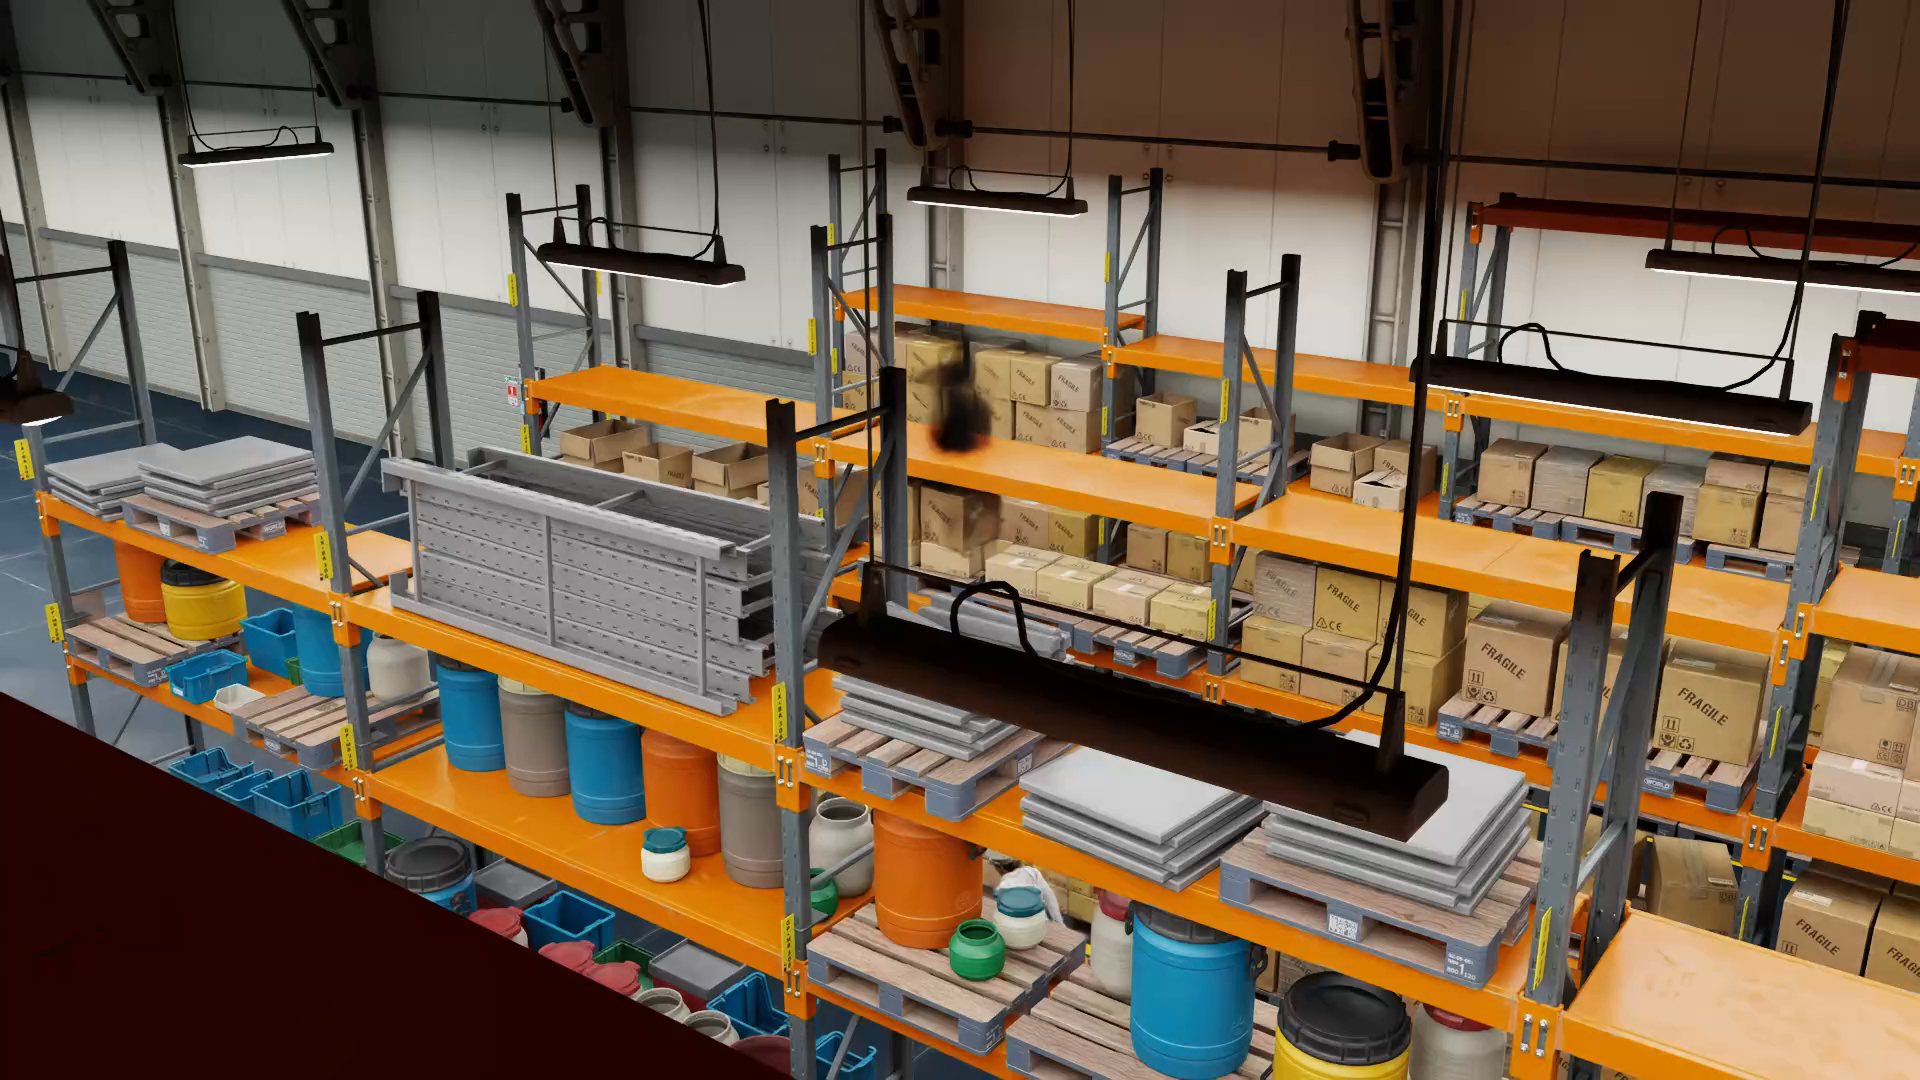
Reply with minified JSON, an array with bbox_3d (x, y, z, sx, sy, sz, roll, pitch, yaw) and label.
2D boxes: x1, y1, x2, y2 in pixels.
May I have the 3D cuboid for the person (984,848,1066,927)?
[{"bbox_3d":[0.549,3.155,13.166,0.712,1.580,0.619,-16,24,-40],"label":"person"}]
